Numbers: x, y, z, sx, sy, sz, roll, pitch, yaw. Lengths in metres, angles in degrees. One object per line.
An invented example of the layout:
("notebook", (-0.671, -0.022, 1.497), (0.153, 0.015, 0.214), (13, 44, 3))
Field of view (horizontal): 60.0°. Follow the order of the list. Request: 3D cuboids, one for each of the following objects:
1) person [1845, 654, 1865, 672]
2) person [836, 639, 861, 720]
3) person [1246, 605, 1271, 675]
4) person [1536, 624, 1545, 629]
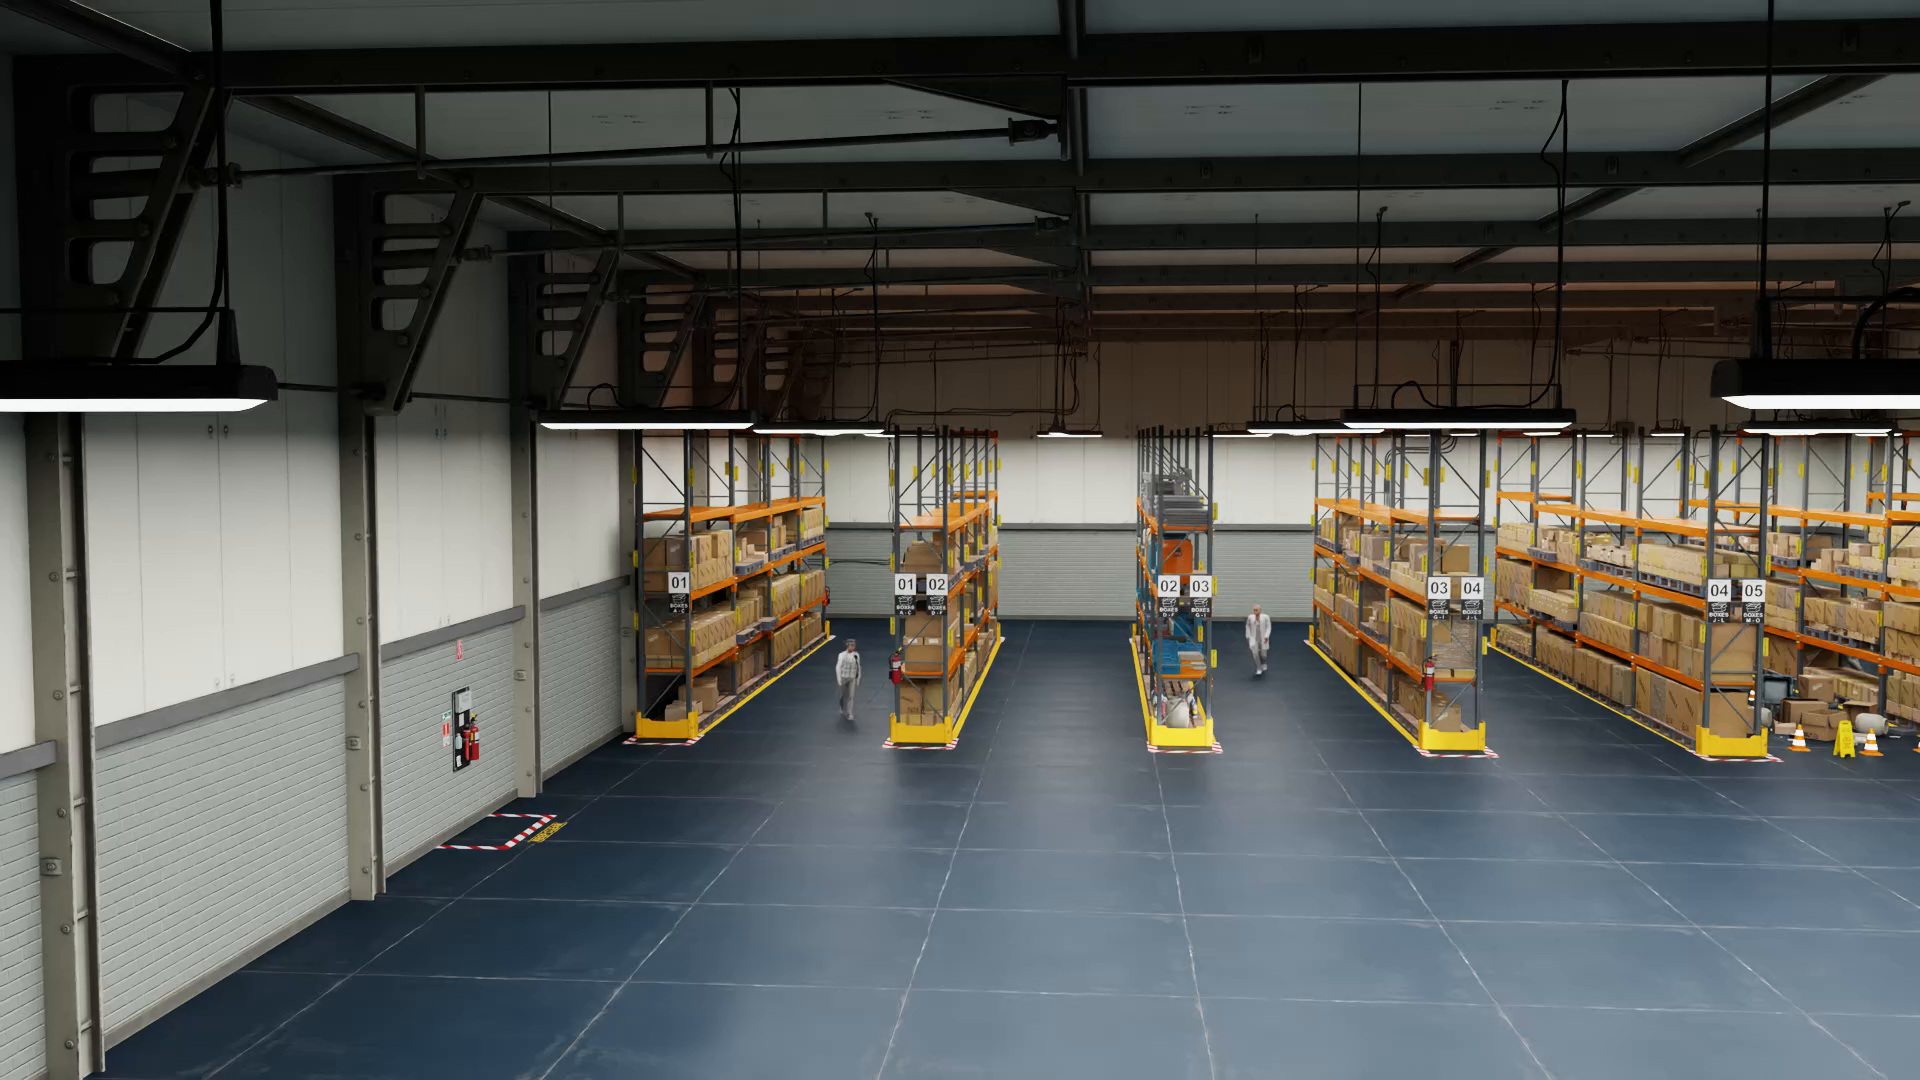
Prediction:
("person", (21.507, 2.514, 39.879), (0.508, 1.637, 0.635), (-1, 4, -13))
("person", (-2.282, 2.845, 34.230), (0.562, 1.624, 0.903), (-1, 4, -19))
("person", (7.339, 2.482, 40.876), (0.619, 1.586, 0.848), (1, 4, 14))
("person", (16.338, 2.009, 47.002), (0.706, 1.776, 0.549), (2, 4, 29))
